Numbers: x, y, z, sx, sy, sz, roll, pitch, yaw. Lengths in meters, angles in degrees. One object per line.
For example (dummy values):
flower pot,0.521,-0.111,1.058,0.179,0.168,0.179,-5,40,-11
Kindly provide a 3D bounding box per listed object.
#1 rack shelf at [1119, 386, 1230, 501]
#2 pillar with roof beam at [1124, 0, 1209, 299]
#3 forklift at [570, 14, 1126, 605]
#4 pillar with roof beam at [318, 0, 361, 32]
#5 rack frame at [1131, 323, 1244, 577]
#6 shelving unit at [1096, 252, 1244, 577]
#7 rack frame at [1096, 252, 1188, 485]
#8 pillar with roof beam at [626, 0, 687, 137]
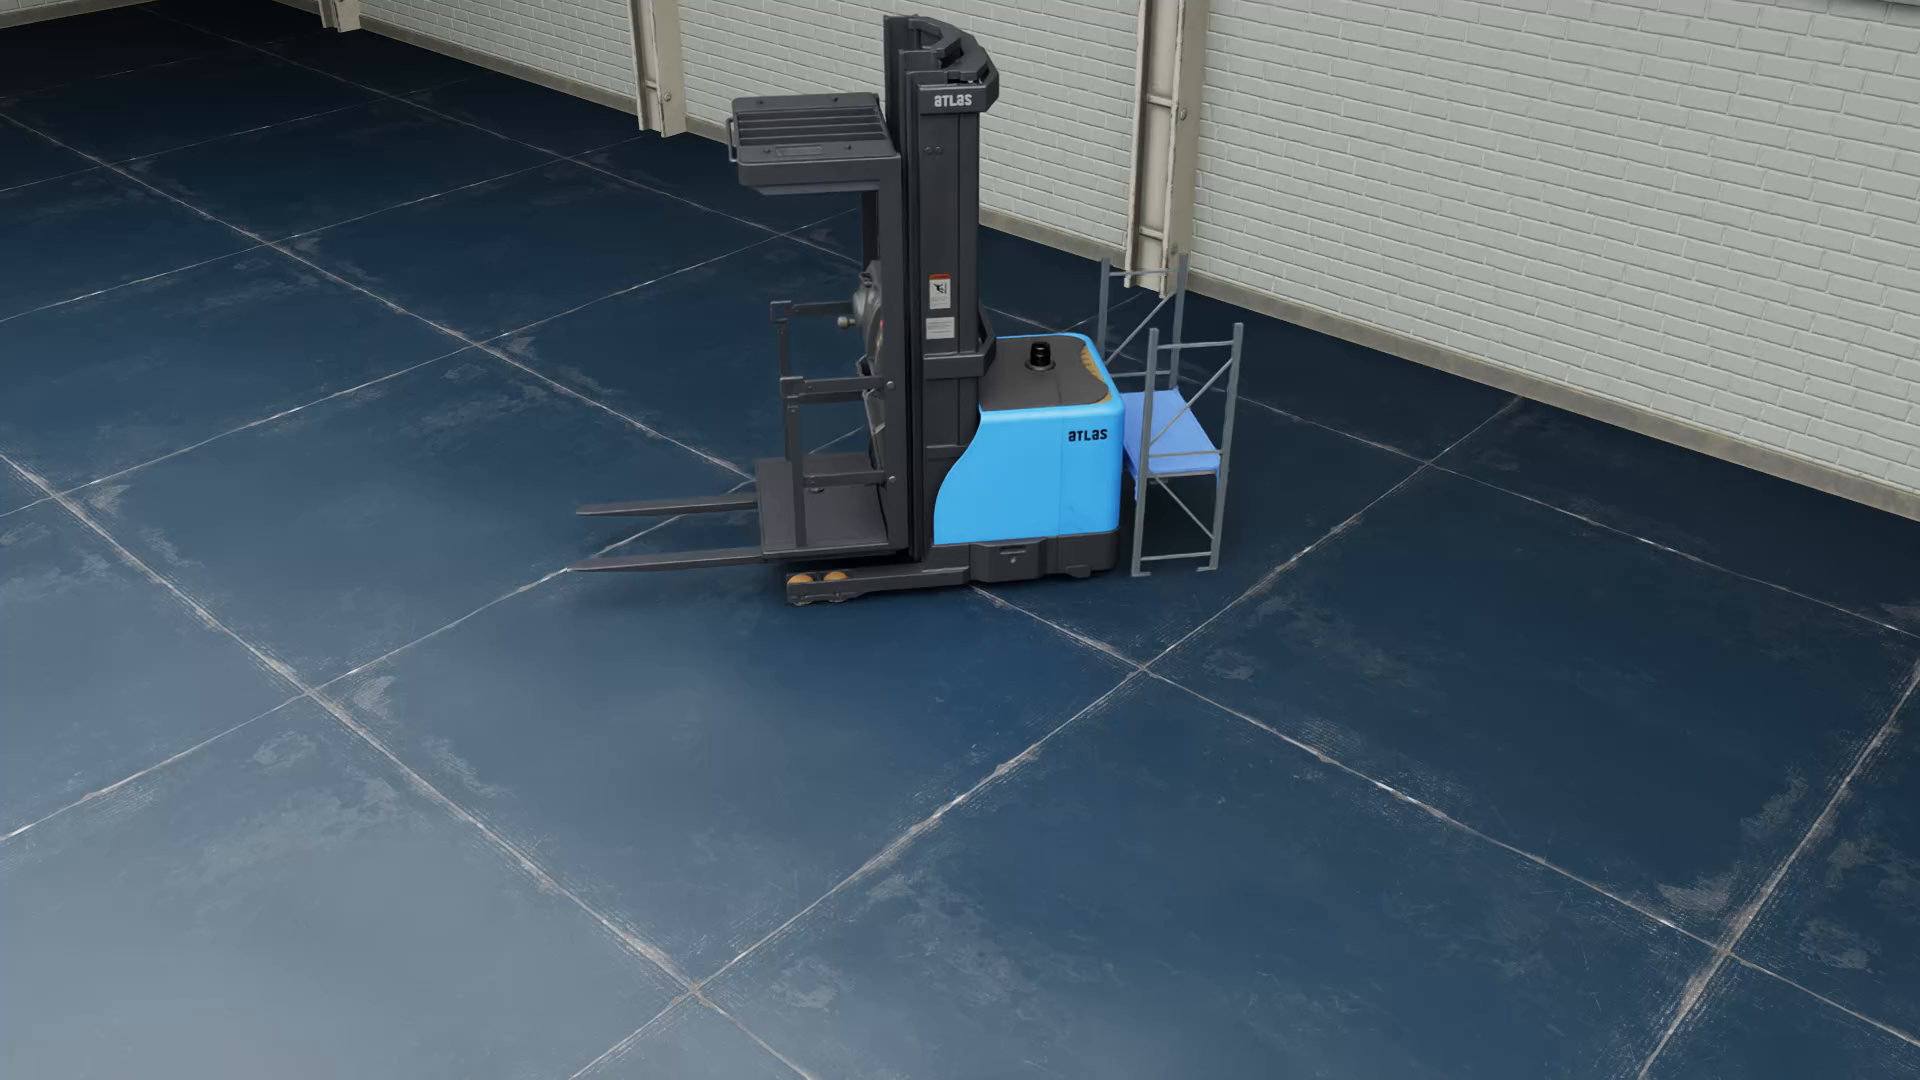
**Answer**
rack shelf,1.130,-0.568,9.526,0.538,0.185,1.000,-4,31,-9
pillar with roof beam,-1.364,-4.183,7.918,0.400,9.000,9.100,25,39,35
forklift,-0.663,-1.190,8.829,3.031,2.935,1.130,-4,31,-7
pillar with roof beam,-10.261,-8.336,14.817,0.400,9.000,9.100,25,39,35
rack frame,1.219,-0.463,9.004,0.500,1.500,0.032,-4,31,-9
shelving unit,1.132,-0.722,9.434,0.538,1.500,1.048,-4,31,-9
rack frame,1.046,-0.980,9.863,0.500,1.500,0.032,-4,31,-9
pillar with roof beam,-5.812,-6.260,11.368,0.400,9.000,9.100,25,39,35
